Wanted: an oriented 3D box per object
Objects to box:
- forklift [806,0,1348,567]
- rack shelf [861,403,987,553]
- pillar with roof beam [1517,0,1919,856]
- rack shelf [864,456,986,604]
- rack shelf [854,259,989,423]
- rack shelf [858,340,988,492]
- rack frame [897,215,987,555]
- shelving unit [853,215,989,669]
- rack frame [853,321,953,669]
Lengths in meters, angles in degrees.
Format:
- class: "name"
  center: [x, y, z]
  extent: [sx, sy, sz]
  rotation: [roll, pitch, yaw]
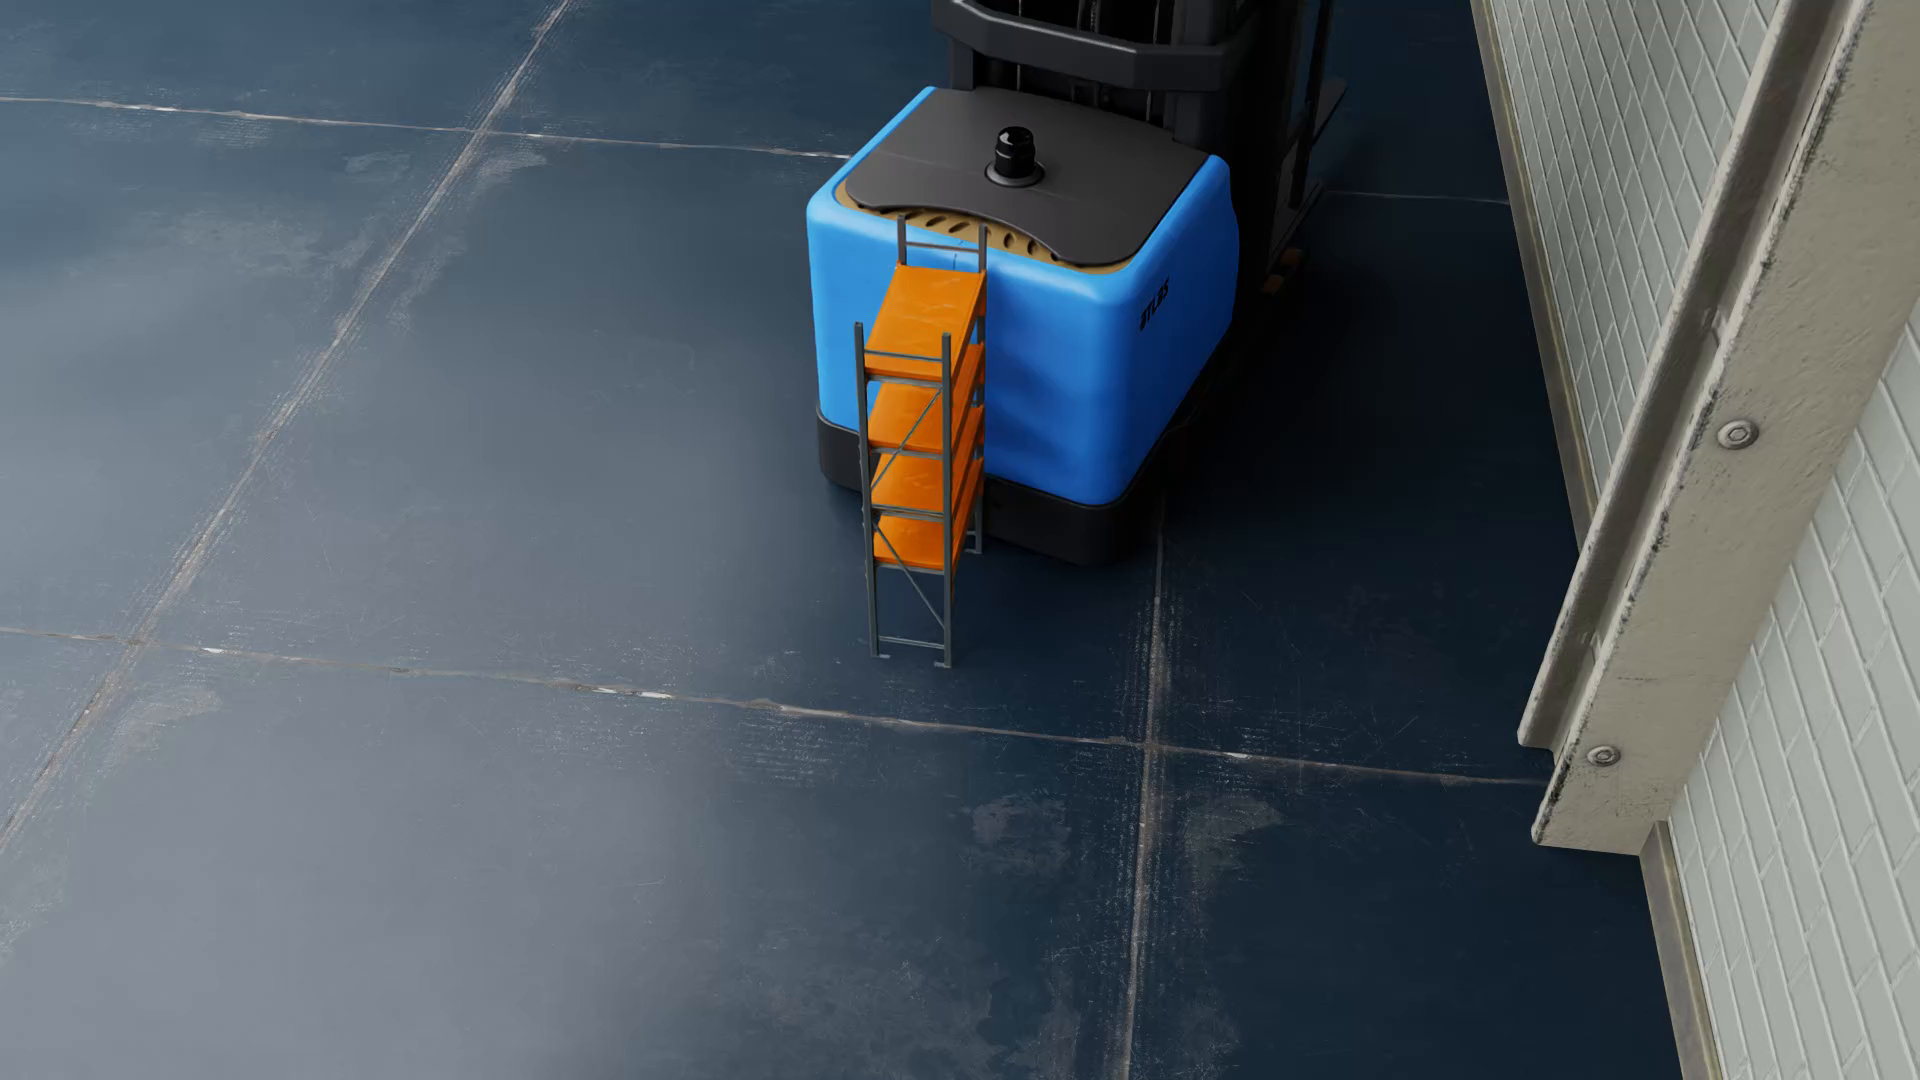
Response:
- class: "forklift"
  center: [0.650, -1.998, 5.229]
  extent: [1.130, 2.935, 3.031]
  rotation: [19, 47, 19]
- class: "rack shelf"
  center: [-0.095, -0.195, 4.681]
  extent: [0.258, 0.148, 0.480]
  rotation: [8, 44, 8]
- class: "pillar with roof beam"
  center: [-2.570, -2.976, 1.848]
  extent: [9.100, 9.000, 0.400]
  rotation: [5, 44, 6]
- class: "rack shelf"
  center: [-0.095, -0.051, 4.818]
  extent: [0.258, 0.148, 0.480]
  rotation: [8, 44, 8]
- class: "rack shelf"
  center: [-0.095, -0.529, 4.365]
  extent: [0.258, 0.148, 0.480]
  rotation: [8, 44, 8]
- class: "rack shelf"
  center: [-0.095, -0.357, 4.527]
  extent: [0.258, 0.148, 0.480]
  rotation: [8, 44, 8]
- class: "rack frame"
  center: [-0.048, -0.409, 4.809]
  extent: [0.240, 1.200, 0.015]
  rotation: [8, 44, 8]
- class: "shelving unit"
  center: [-0.095, -0.244, 4.635]
  extent: [0.258, 1.200, 0.503]
  rotation: [8, 44, 8]
- class: "rack frame"
  center: [-0.141, -0.079, 4.461]
  extent: [0.240, 1.200, 0.015]
  rotation: [8, 44, 8]
